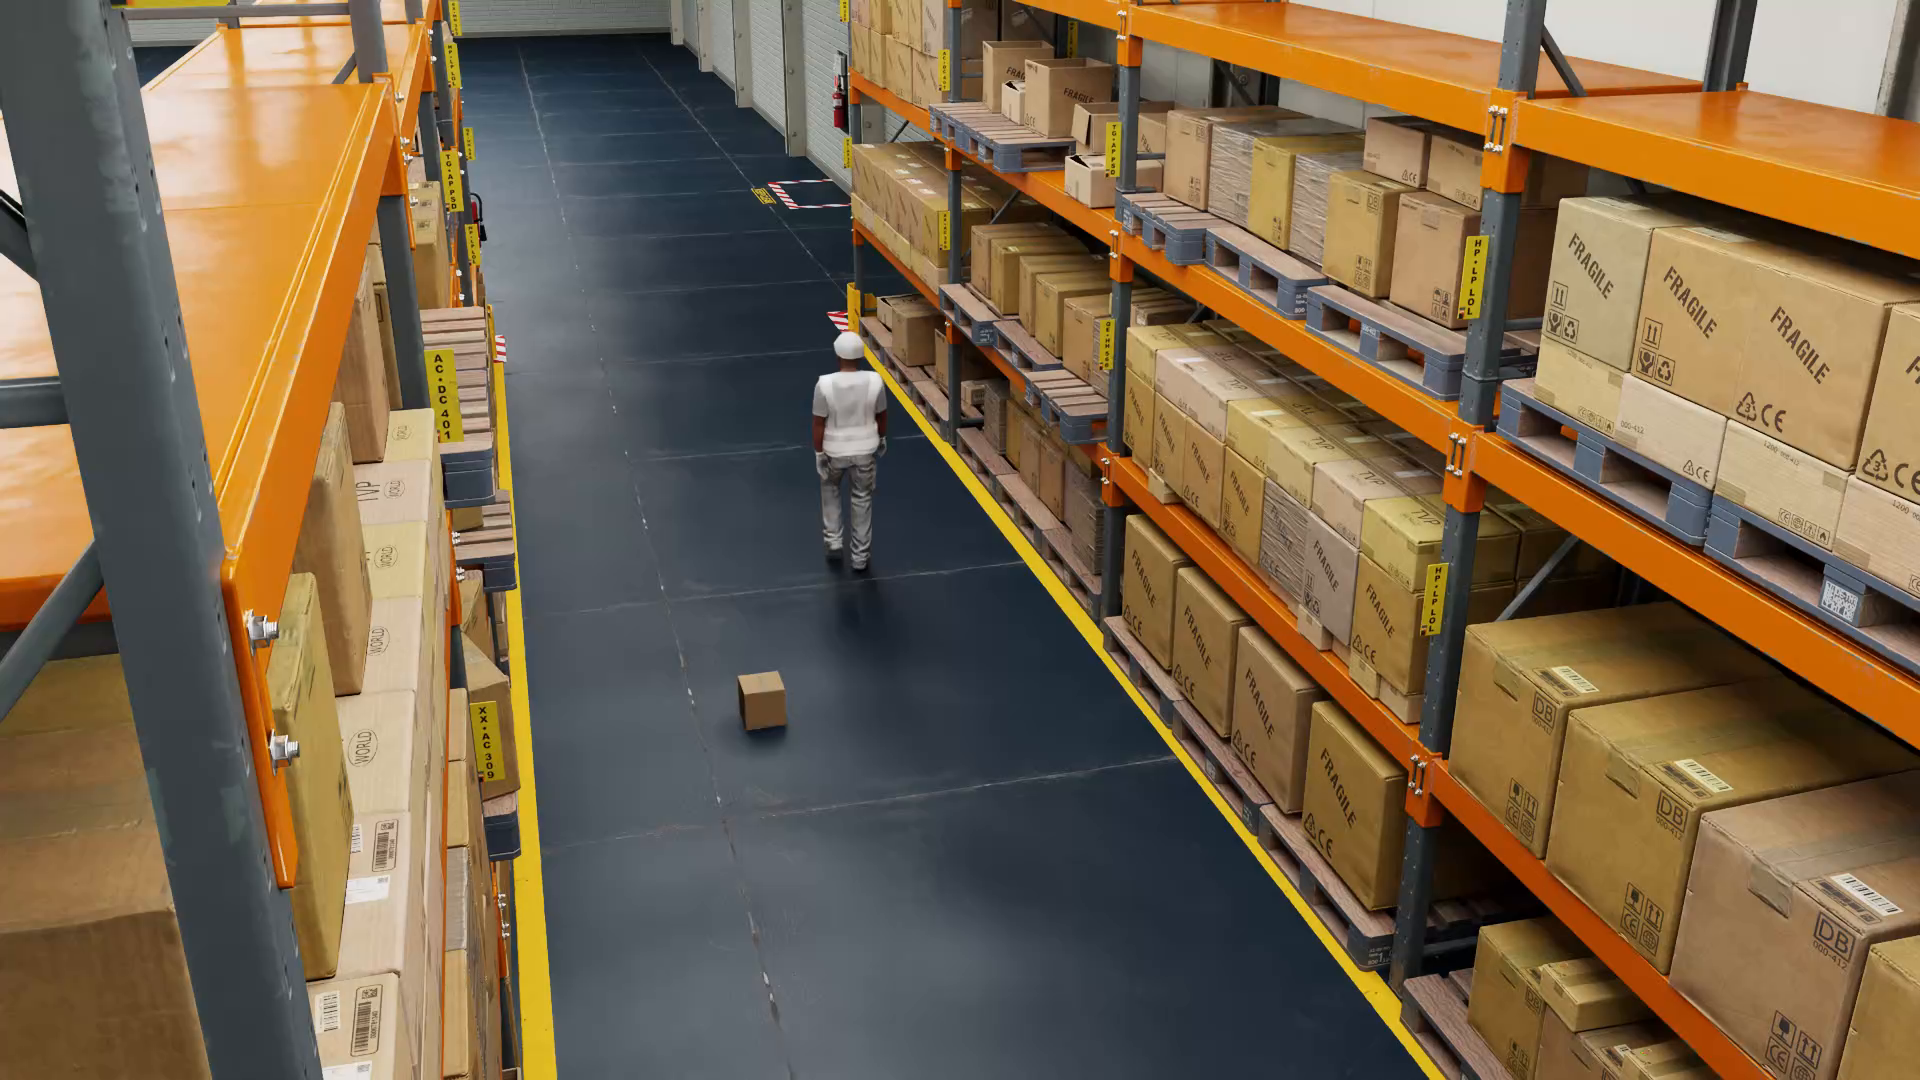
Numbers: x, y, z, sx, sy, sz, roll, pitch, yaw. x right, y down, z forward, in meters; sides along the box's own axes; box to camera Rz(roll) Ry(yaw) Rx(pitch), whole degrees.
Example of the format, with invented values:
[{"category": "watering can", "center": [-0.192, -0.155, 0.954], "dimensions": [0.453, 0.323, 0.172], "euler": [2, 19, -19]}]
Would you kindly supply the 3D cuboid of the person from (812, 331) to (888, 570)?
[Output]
[{"category": "person", "center": [-0.801, -0.652, 12.142], "dimensions": [0.553, 1.839, 0.490], "euler": [-3, 23, -7]}]
